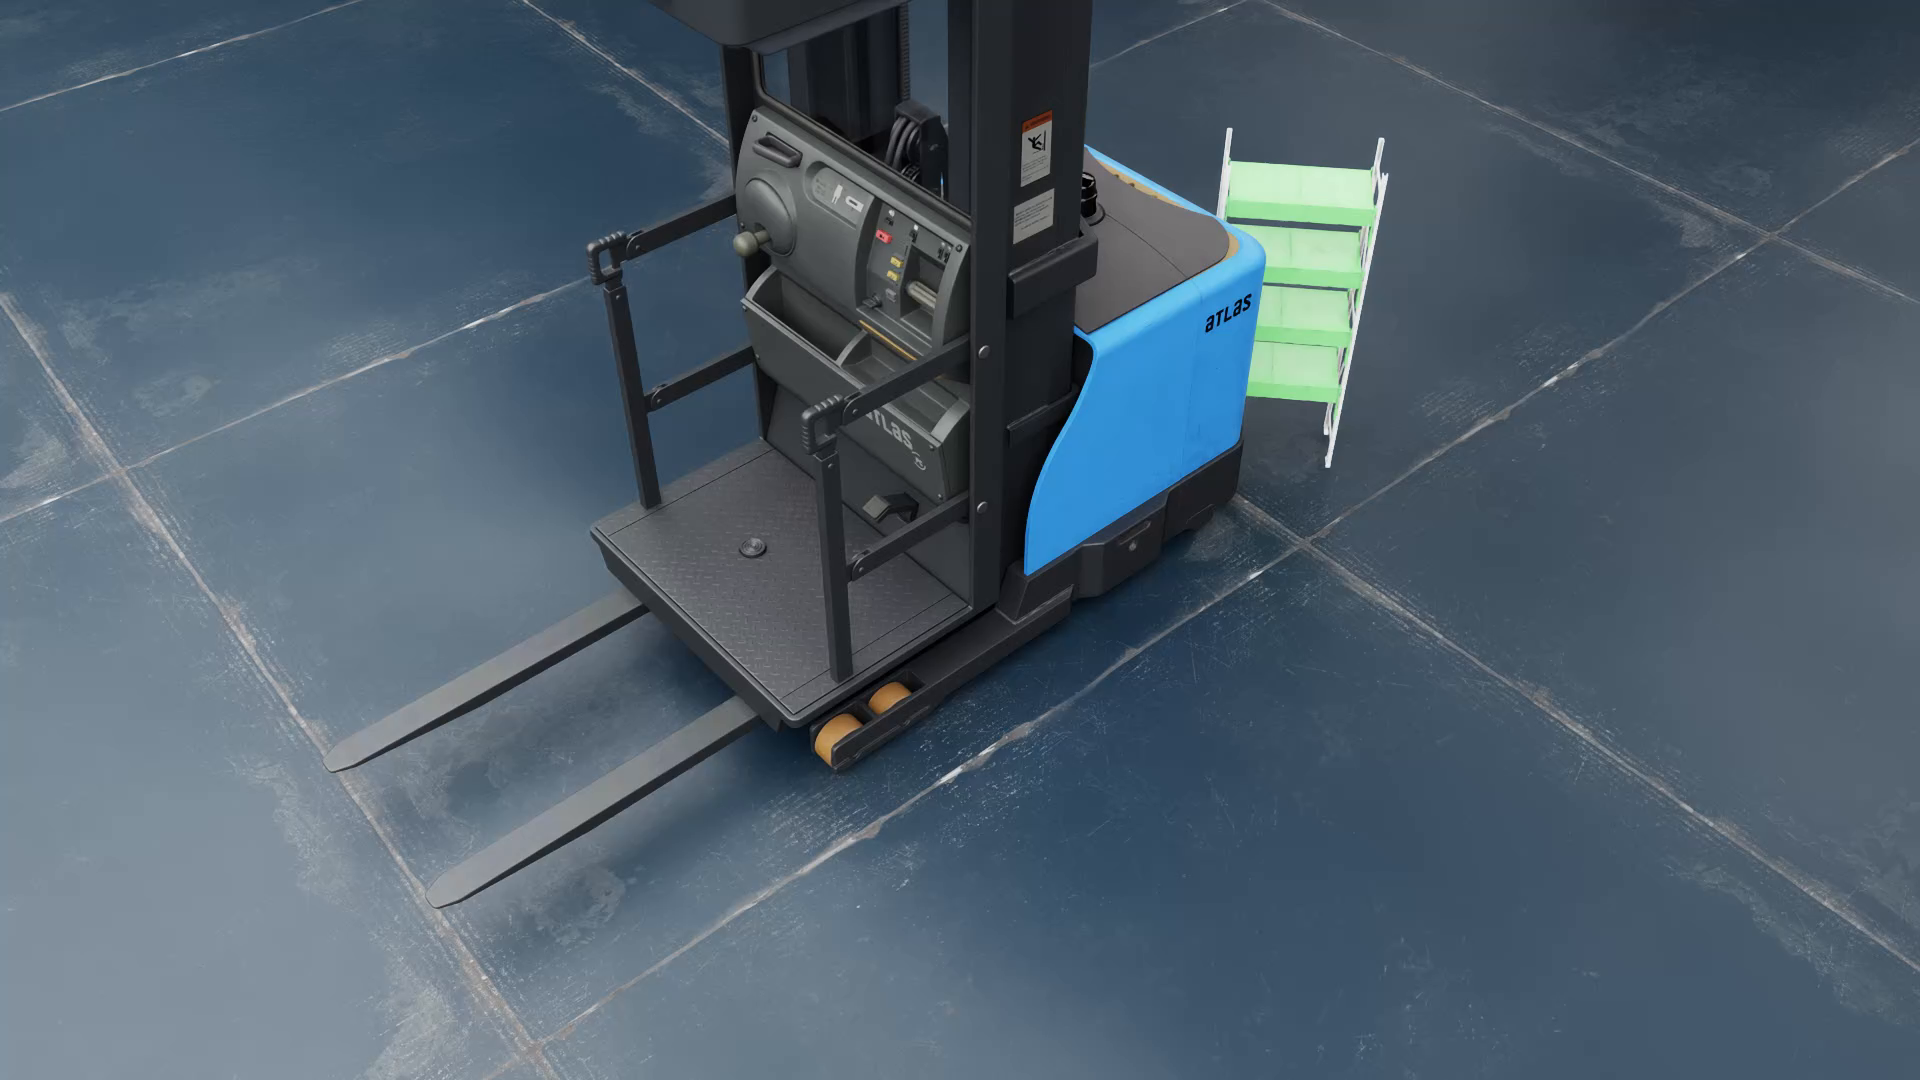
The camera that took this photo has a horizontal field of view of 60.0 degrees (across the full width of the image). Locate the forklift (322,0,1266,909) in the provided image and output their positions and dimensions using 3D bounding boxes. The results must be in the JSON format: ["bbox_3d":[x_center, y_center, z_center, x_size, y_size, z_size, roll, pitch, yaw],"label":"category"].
[{"bbox_3d":[-0.469,-0.787,4.447,3.031,2.935,1.130,-31,51,-29],"label":"forklift"}]

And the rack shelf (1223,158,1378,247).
[{"bbox_3d":[1.107,-1.107,5.444,0.480,0.148,0.258,5,43,5],"label":"rack shelf"}]

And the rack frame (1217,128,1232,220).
[{"bbox_3d":[0.865,-0.825,5.752,0.015,1.200,0.240,5,43,5],"label":"rack frame"}]

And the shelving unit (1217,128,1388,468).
[{"bbox_3d":[1.107,-0.804,5.729,0.503,1.200,0.258,5,43,5],"label":"shelving unit"}]

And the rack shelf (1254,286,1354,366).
[{"bbox_3d":[1.107,-0.757,5.773,0.480,0.148,0.258,5,43,5],"label":"rack shelf"}]

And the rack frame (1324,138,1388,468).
[{"bbox_3d":[1.349,-0.782,5.706,0.015,1.200,0.240,5,43,5],"label":"rack frame"}]

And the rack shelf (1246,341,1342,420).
[{"bbox_3d":[1.107,-0.582,5.937,0.480,0.148,0.258,5,43,5],"label":"rack shelf"}]

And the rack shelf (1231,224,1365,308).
[{"bbox_3d":[1.107,-0.932,5.609,0.480,0.148,0.258,5,43,5],"label":"rack shelf"}]
